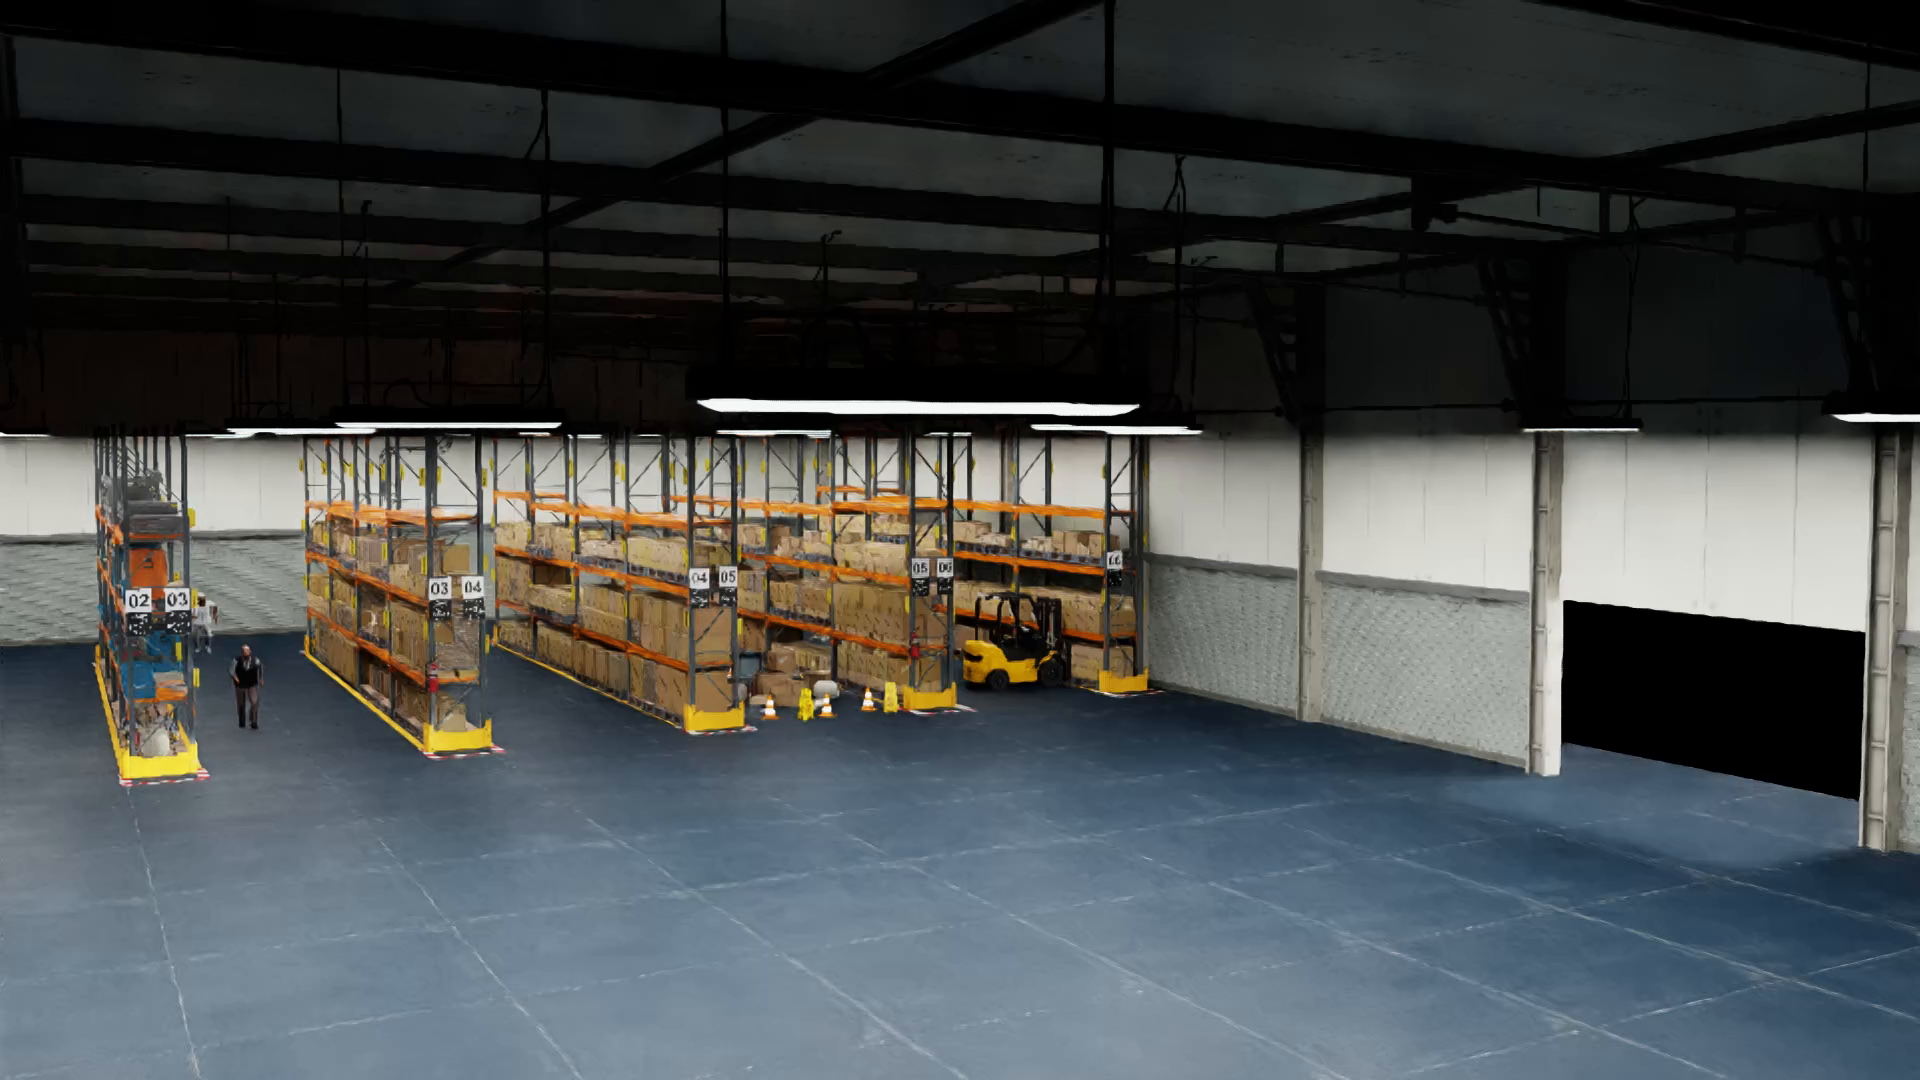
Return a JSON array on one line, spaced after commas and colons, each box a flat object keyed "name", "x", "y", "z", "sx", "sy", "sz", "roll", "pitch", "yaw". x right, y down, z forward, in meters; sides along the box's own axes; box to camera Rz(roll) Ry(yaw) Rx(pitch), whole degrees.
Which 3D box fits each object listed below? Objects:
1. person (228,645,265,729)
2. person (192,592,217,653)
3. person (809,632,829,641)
[{"name": "person", "x": -14.160, "y": 2.893, "z": 33.008, "sx": 0.677, "sy": 1.655, "sz": 0.860, "roll": -2, "pitch": 4, "yaw": -24}, {"name": "person", "x": -20.150, "y": 2.206, "z": 44.246, "sx": 0.697, "sy": 1.676, "sz": 0.895, "roll": -1, "pitch": 4, "yaw": -23}, {"name": "person", "x": -4.036, "y": 1.974, "z": 47.585, "sx": 0.573, "sy": 1.827, "sz": 0.643, "roll": -1, "pitch": 4, "yaw": -9}]
